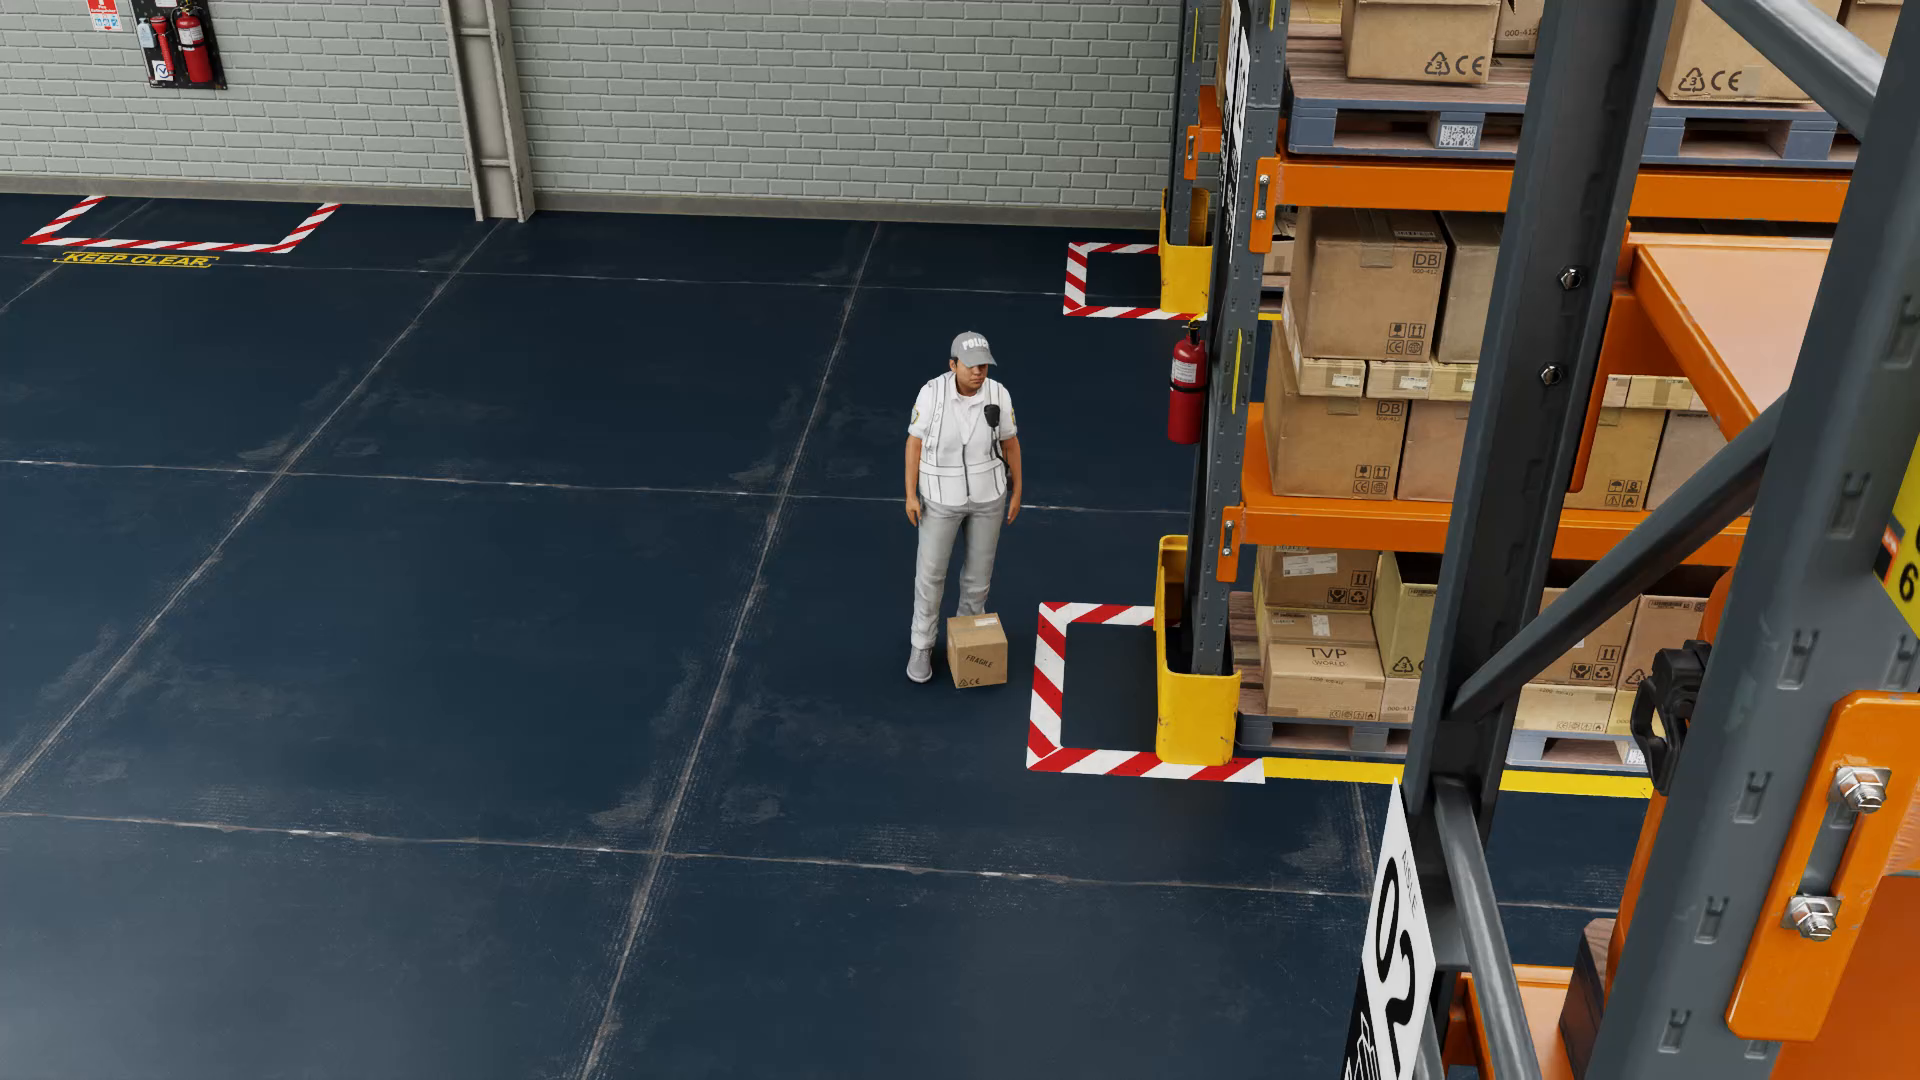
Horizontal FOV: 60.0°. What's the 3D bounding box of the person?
[{"bbox_3d":[0.010,-0.164,7.873,0.598,1.670,0.529,-5,32,-7],"label":"person"}]
